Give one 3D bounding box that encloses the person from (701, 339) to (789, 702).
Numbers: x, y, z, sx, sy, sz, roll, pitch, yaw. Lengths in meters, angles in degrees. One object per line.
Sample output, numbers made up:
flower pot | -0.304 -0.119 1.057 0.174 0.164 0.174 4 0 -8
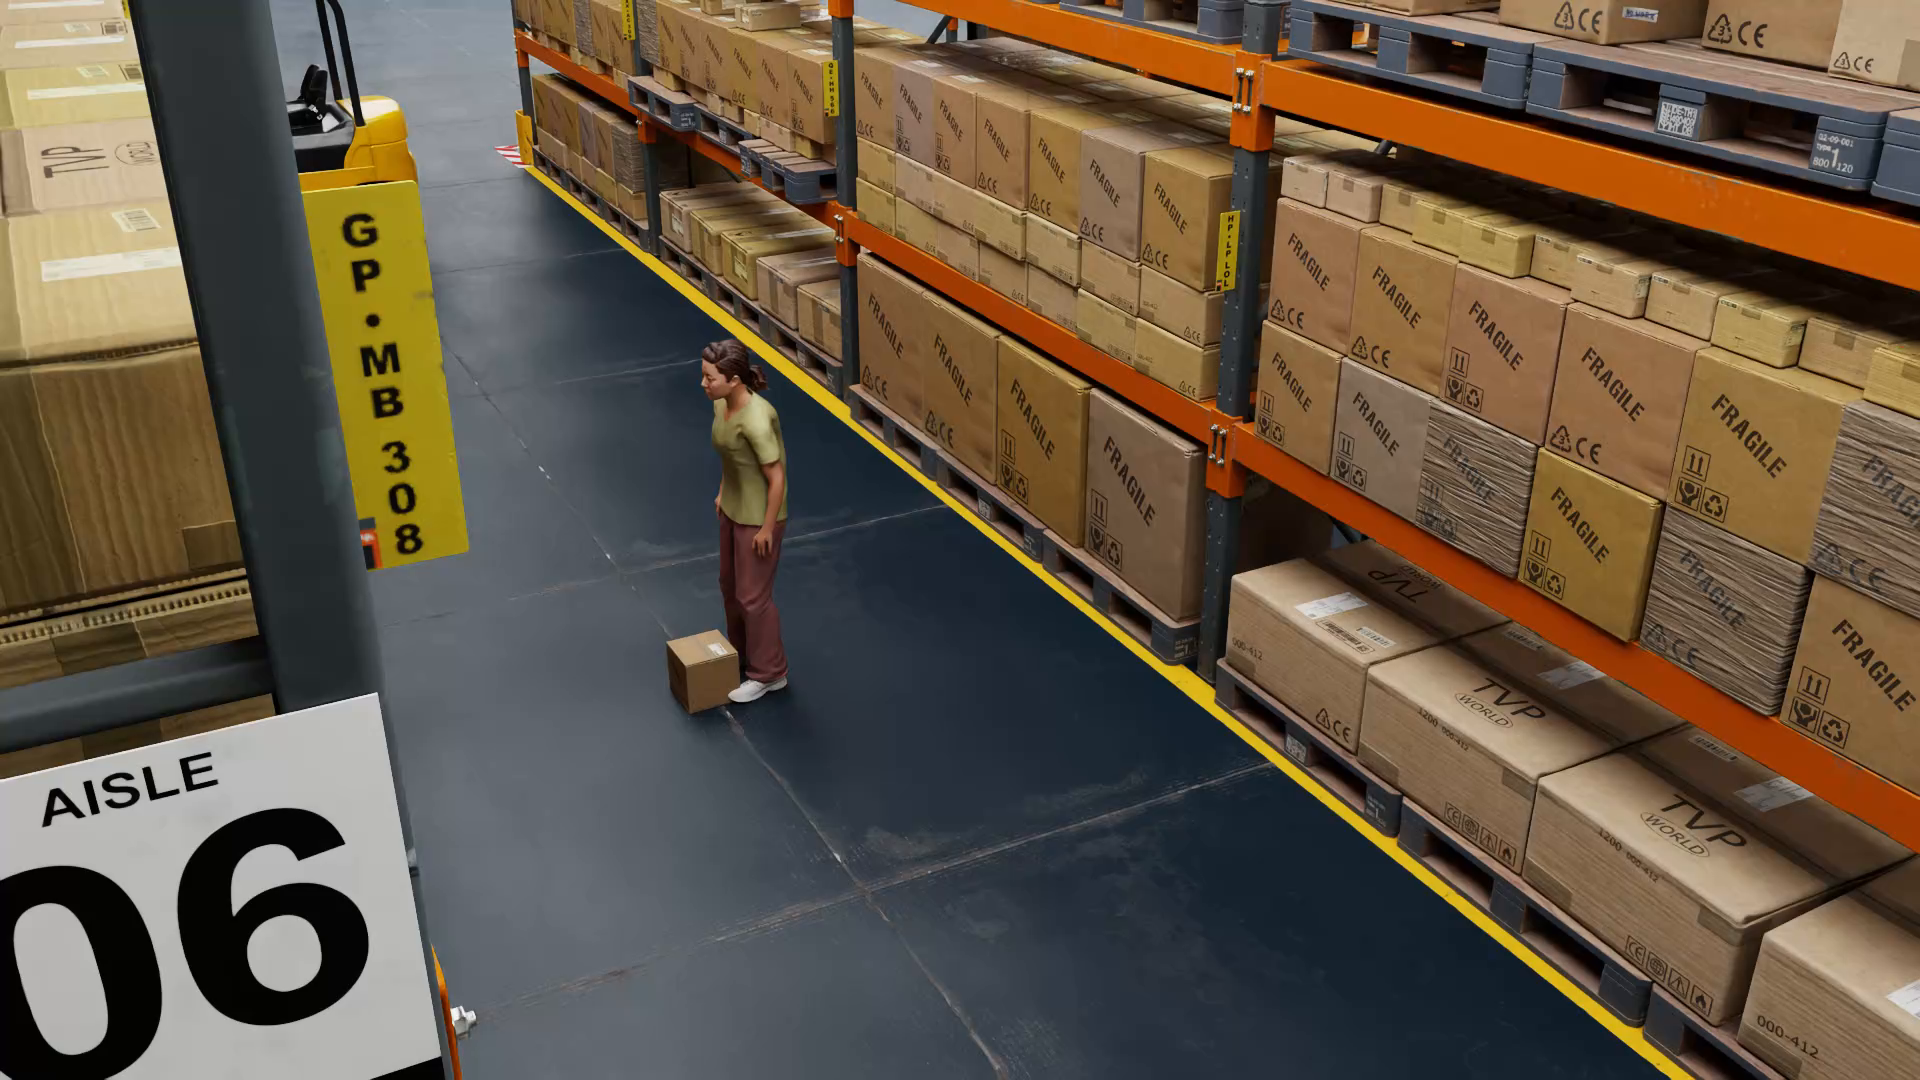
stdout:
person | -0.947 -0.098 7.317 0.364 1.673 0.512 -14 29 -27
